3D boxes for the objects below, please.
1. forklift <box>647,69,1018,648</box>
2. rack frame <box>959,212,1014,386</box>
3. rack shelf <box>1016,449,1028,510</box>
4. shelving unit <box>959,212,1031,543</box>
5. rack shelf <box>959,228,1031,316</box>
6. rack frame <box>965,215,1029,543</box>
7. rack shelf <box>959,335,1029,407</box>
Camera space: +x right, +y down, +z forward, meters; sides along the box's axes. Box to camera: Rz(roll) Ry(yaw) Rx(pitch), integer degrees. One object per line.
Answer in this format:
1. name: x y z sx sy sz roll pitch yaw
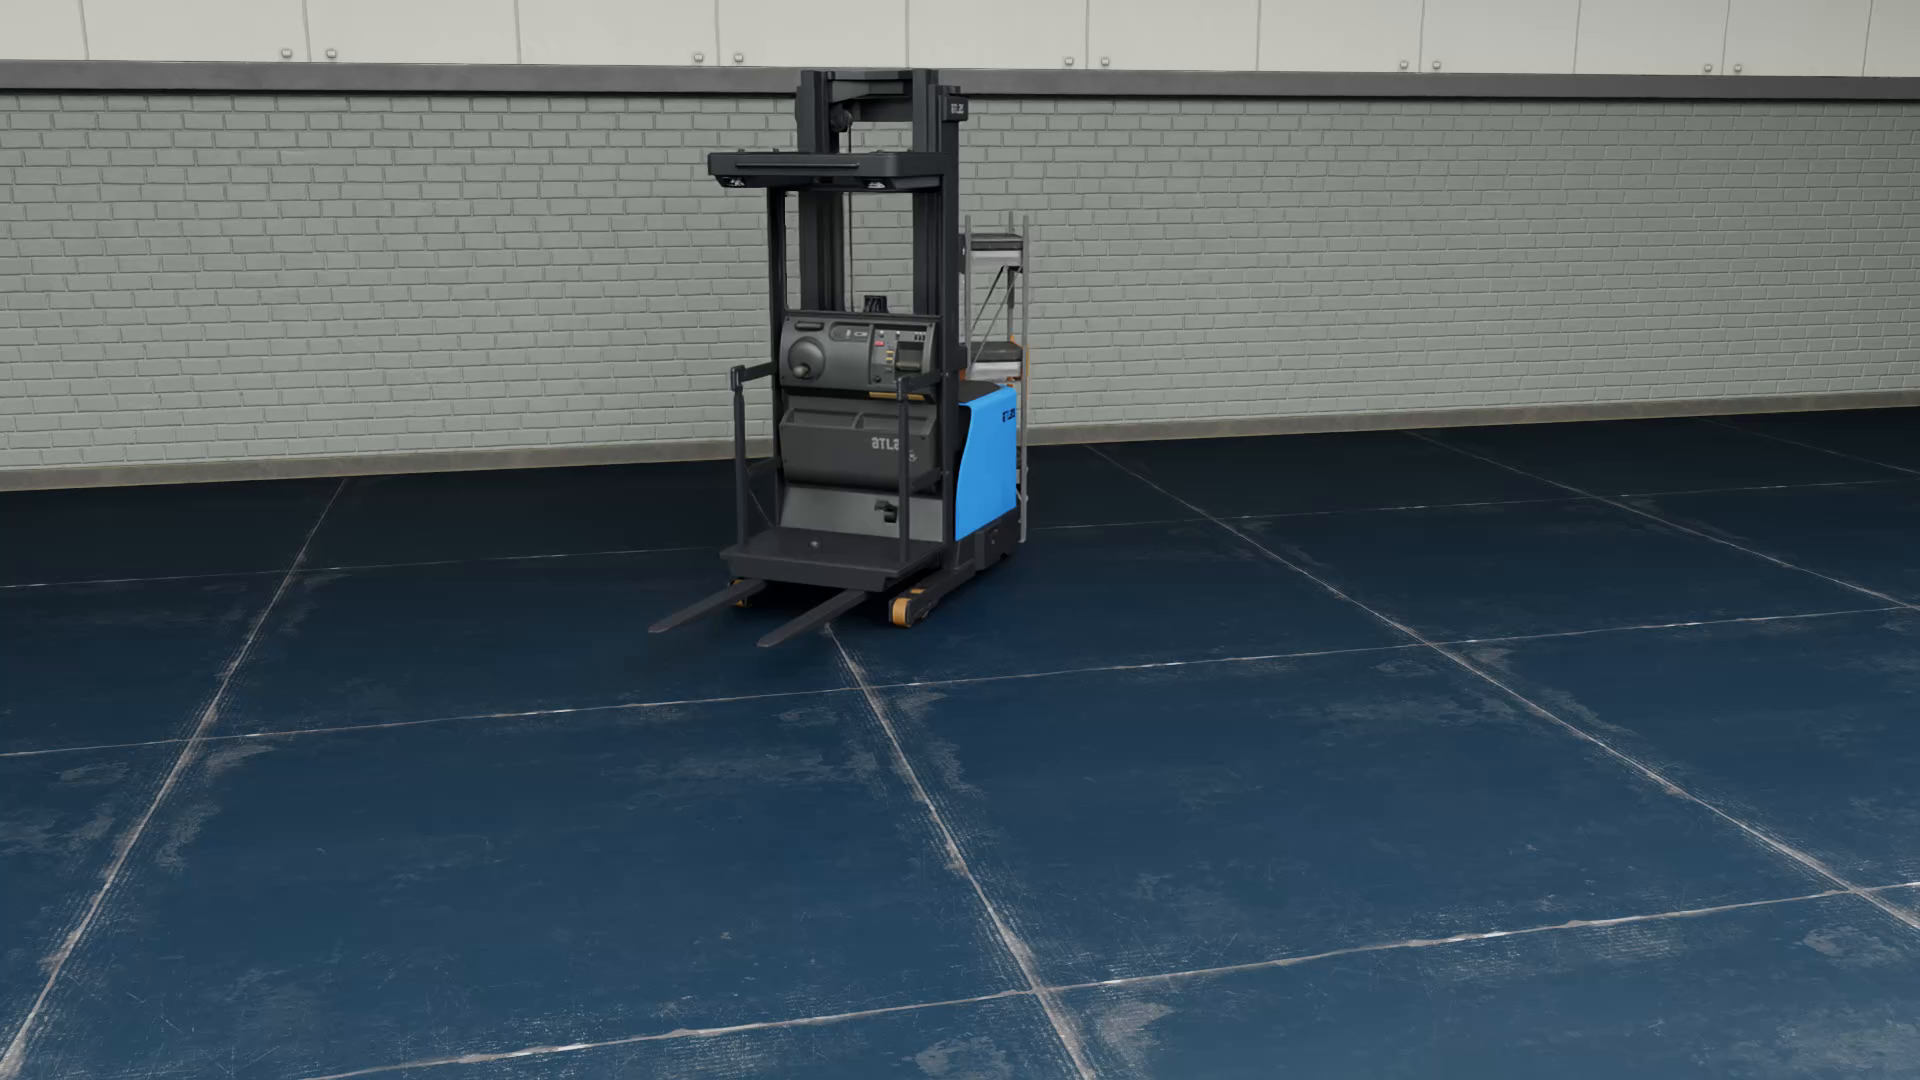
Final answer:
1. forklift: -0.656 -1.063 9.103 1.130 2.935 3.031 6 15 21
2. rack frame: 0.152 -1.112 11.055 0.400 2.100 0.015 -2 14 -9
3. rack shelf: 0.191 -0.362 10.990 0.431 0.518 0.480 -2 14 -9
4. shelving unit: 0.191 -1.055 10.821 0.431 2.100 0.503 -2 14 -9
5. rack shelf: 0.191 -1.722 10.658 0.431 0.518 0.480 -2 14 -9
6. rack frame: 0.231 -0.998 10.587 0.400 2.100 0.015 -2 14 -9
7. rack shelf: 0.191 -1.042 10.824 0.431 0.518 0.480 -2 14 -9
